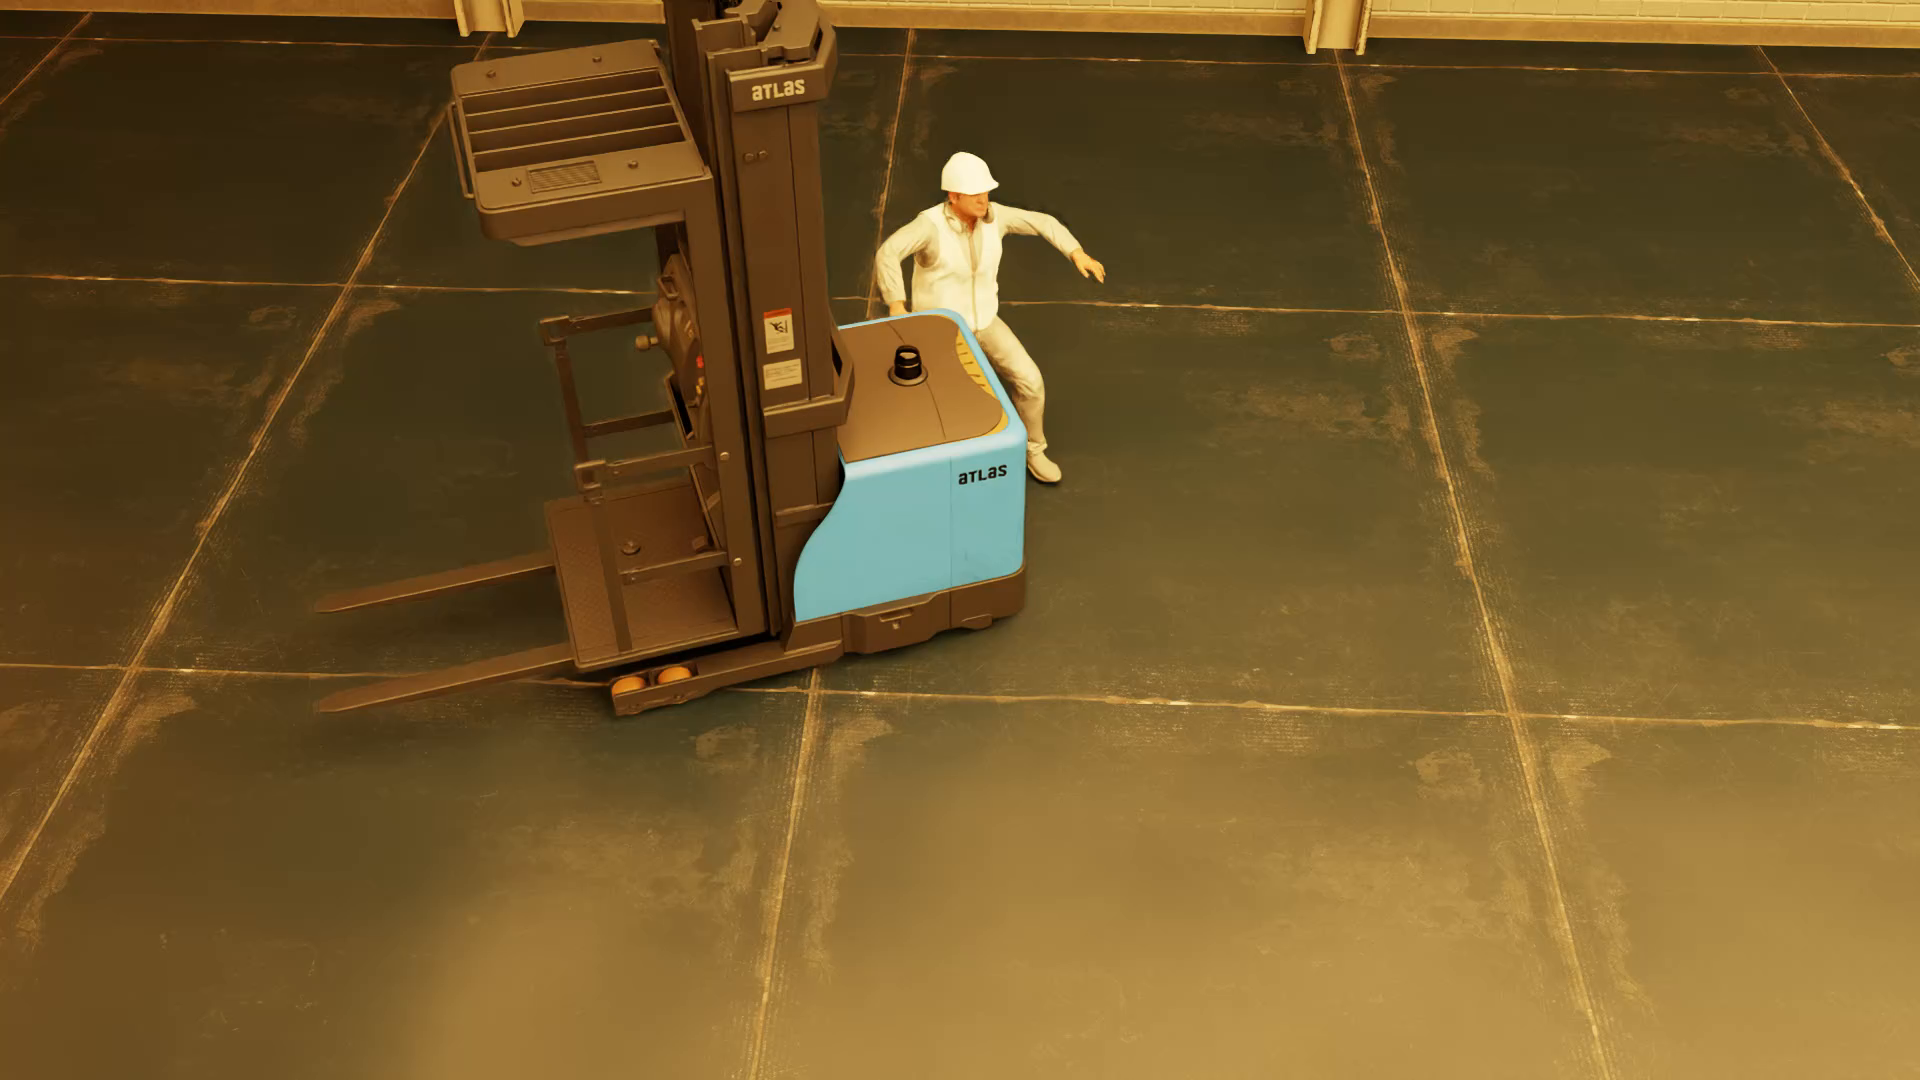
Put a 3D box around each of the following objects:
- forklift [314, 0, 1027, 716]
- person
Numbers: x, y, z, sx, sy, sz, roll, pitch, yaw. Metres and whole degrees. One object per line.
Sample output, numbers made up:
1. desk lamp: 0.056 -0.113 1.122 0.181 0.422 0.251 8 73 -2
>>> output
1. forklift: -1.284 -0.739 6.551 3.031 2.935 1.130 -12 44 -13
2. person: 0.119 -1.004 7.869 1.064 1.559 0.865 -28 49 -27
